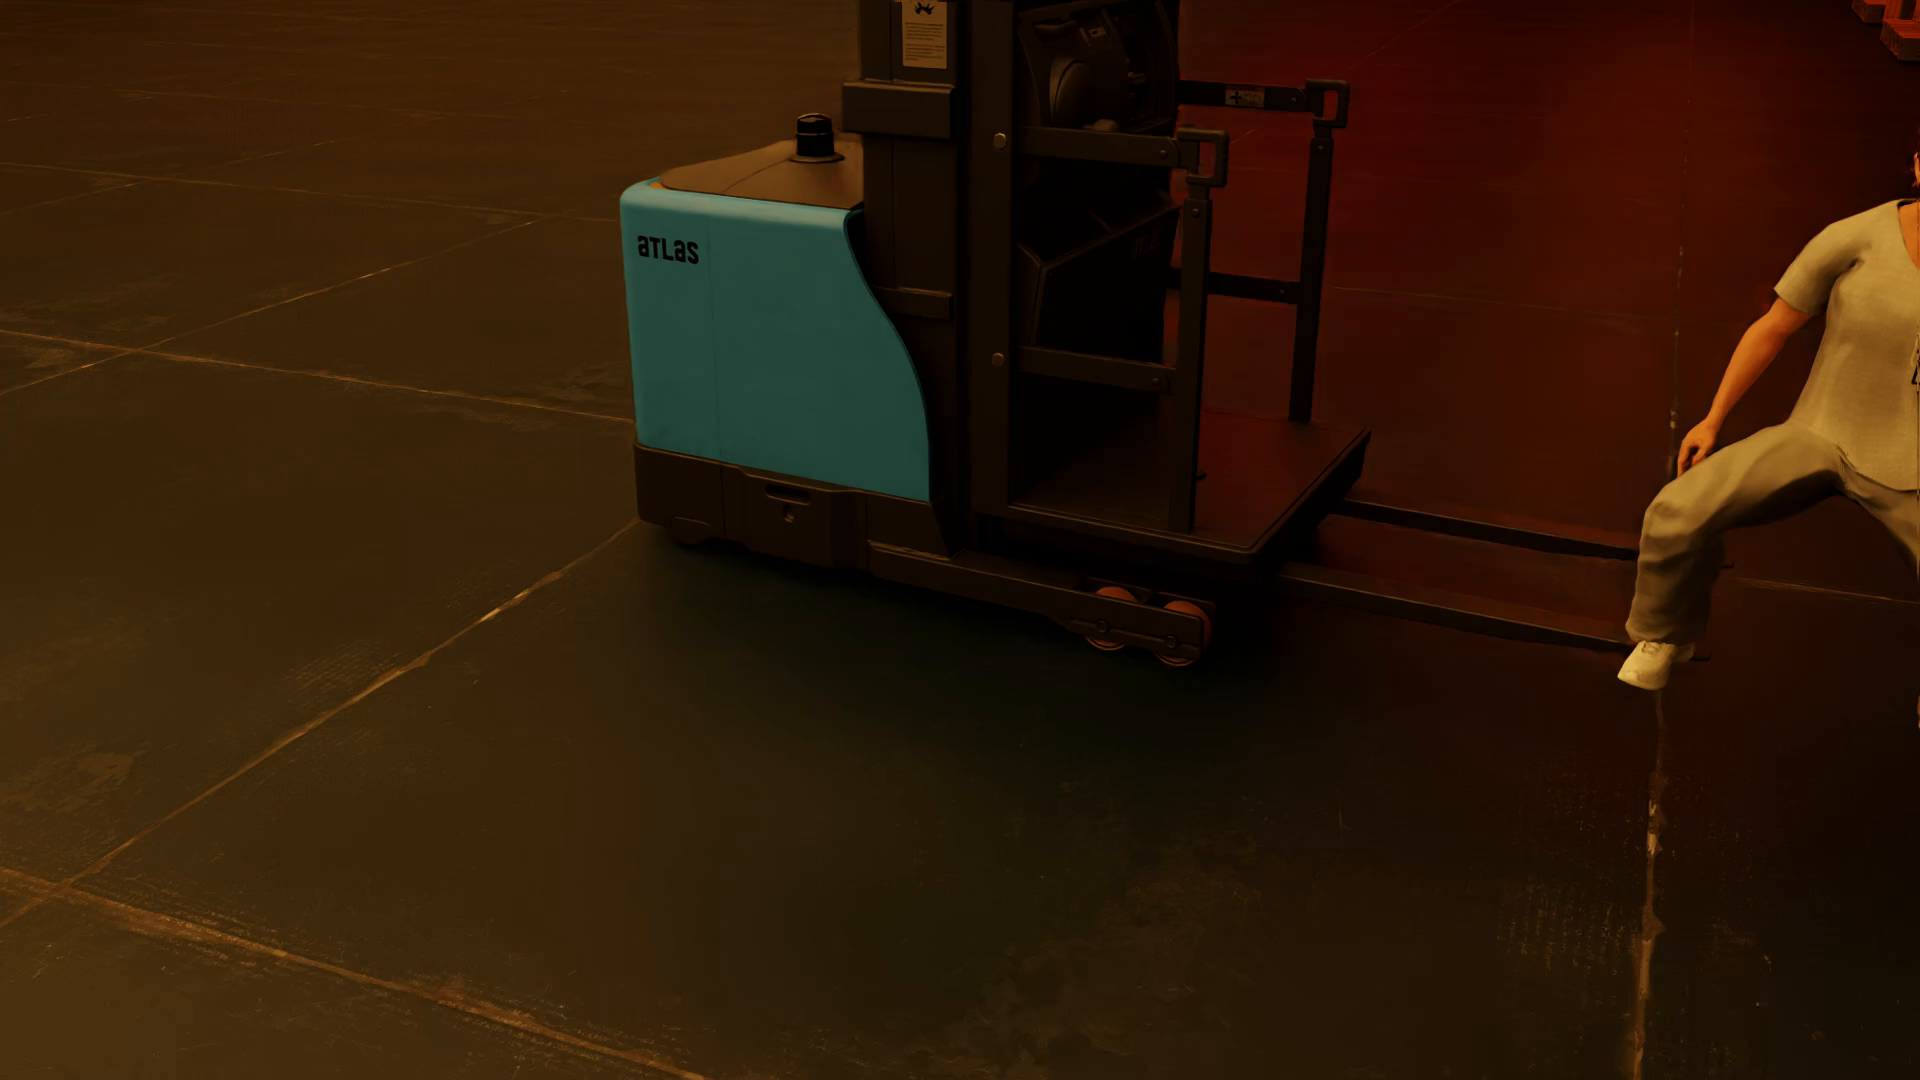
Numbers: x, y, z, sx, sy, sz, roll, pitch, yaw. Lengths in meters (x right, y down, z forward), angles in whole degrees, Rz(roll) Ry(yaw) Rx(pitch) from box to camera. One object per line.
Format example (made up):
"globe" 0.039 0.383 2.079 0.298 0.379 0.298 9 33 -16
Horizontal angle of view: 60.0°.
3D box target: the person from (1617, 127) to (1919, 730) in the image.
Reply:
"person" 1.983 -0.160 3.538 0.879 1.548 0.752 15 27 32

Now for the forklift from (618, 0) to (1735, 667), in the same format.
"forklift" 0.557 -1.258 4.303 3.031 2.935 1.130 12 25 26
